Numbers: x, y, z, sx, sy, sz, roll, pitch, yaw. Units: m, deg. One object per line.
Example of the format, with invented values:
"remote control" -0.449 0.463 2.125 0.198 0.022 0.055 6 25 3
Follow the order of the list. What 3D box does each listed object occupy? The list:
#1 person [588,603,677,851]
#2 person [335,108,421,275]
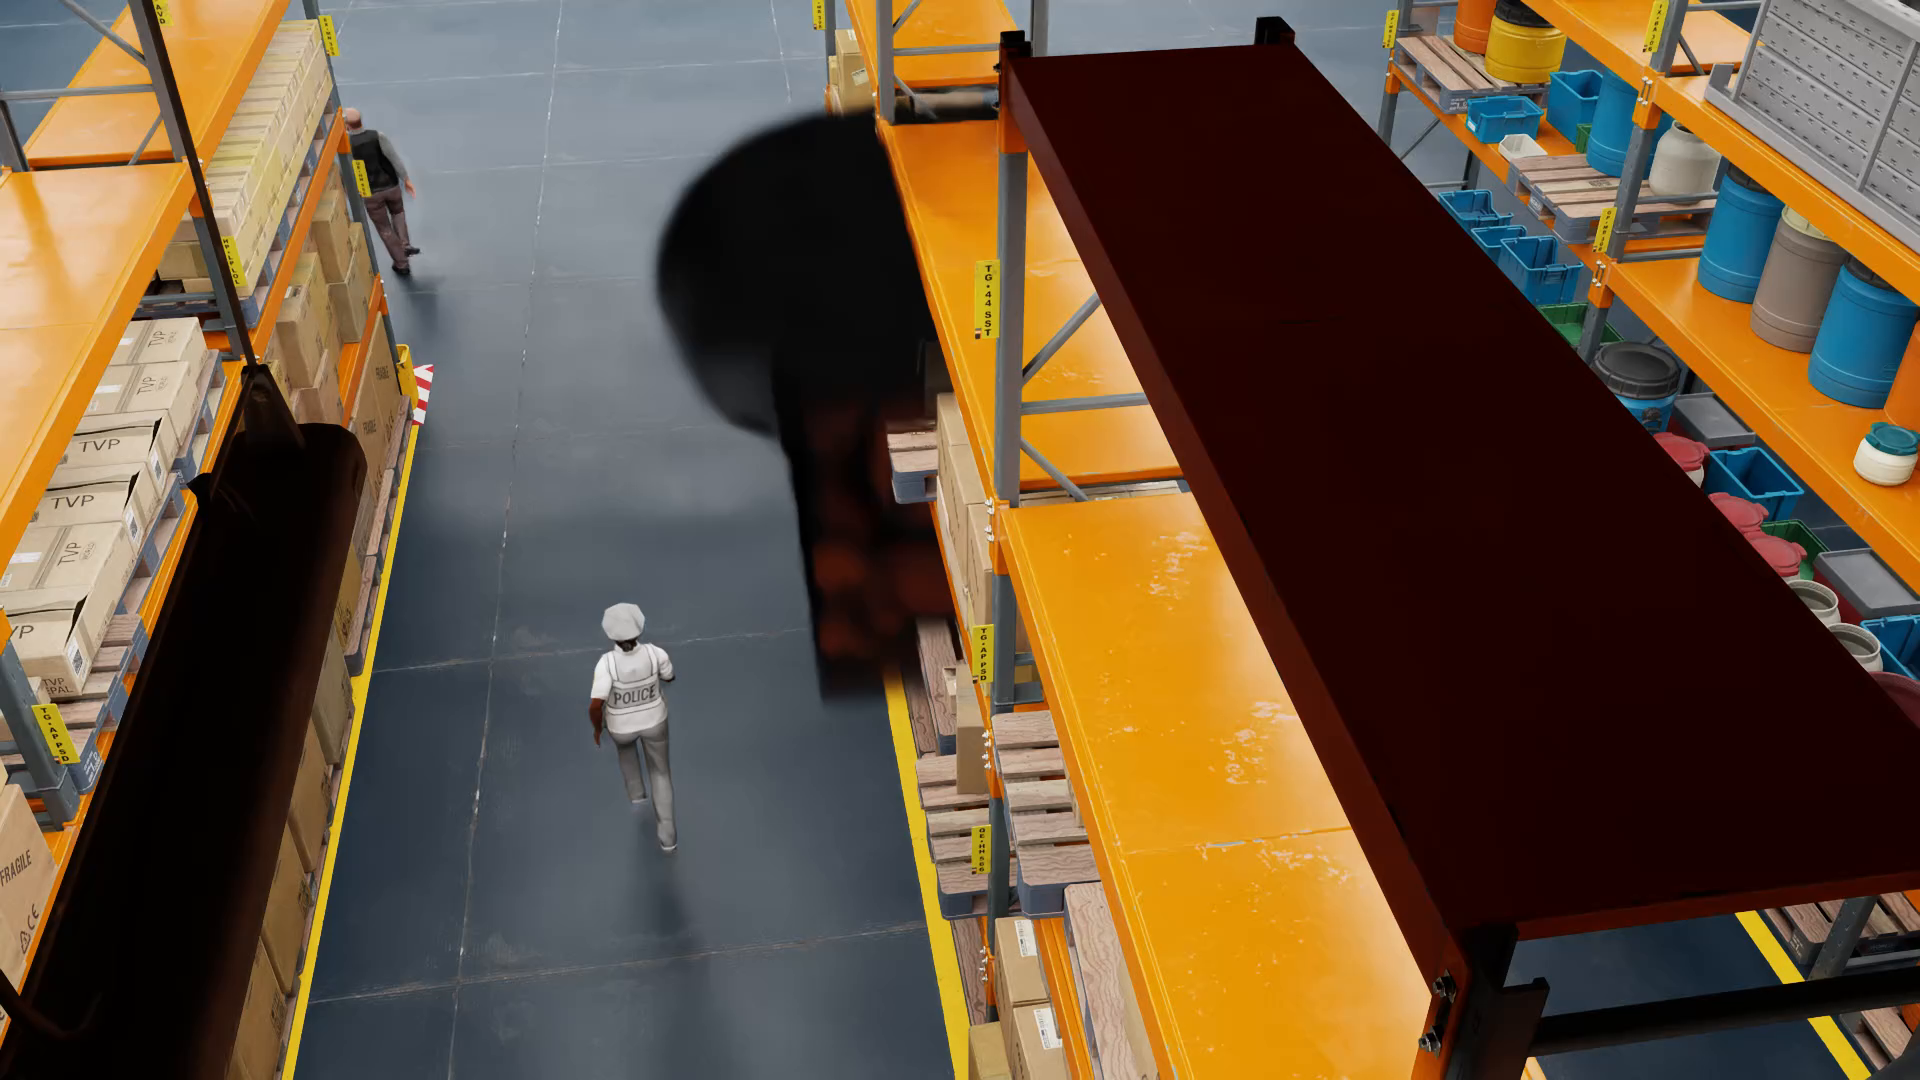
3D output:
"person" -1.982 1.156 10.236 0.555 1.743 0.849 -10 37 -13
"person" -5.931 -3.535 16.859 0.650 1.685 0.641 -22 42 -27
